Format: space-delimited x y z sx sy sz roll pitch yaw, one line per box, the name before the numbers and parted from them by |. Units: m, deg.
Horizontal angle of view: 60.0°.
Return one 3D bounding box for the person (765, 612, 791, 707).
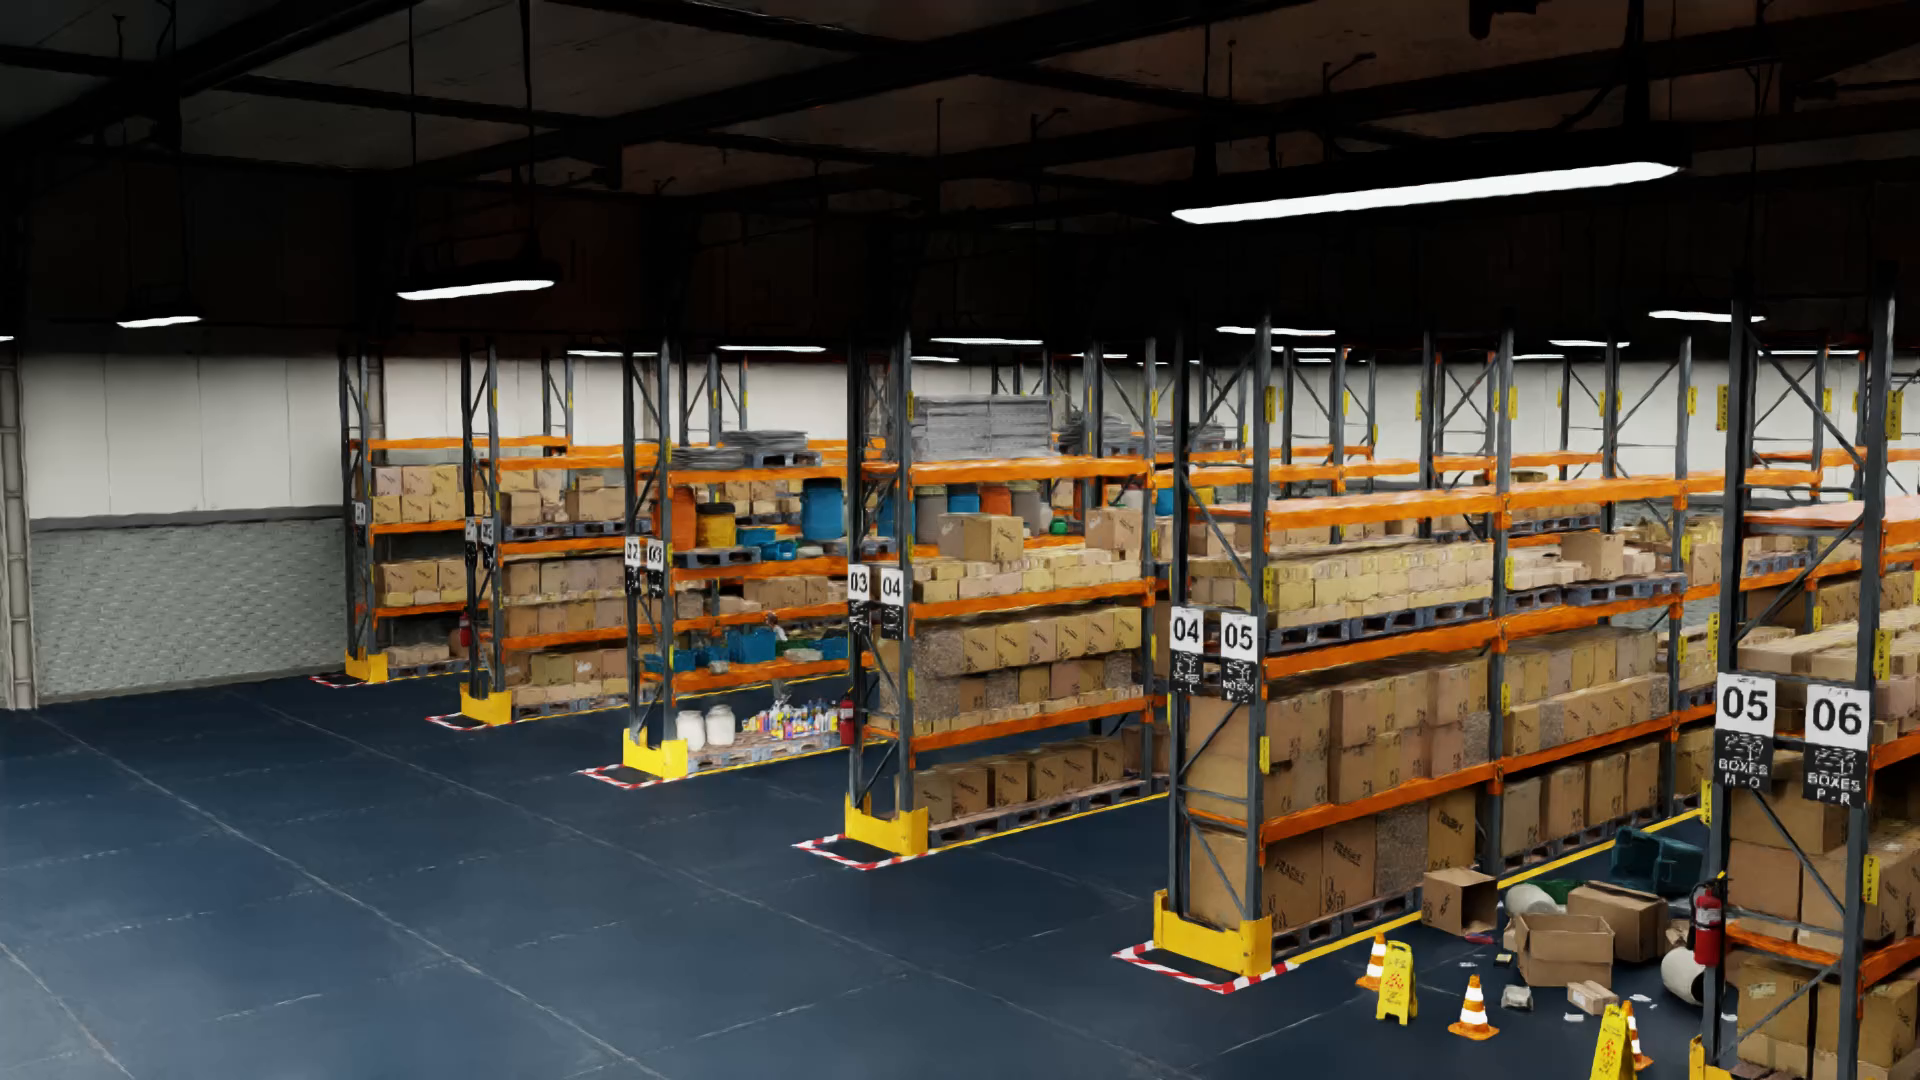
person | -2.967 1.938 27.395 0.544 1.562 0.614 4 7 39
